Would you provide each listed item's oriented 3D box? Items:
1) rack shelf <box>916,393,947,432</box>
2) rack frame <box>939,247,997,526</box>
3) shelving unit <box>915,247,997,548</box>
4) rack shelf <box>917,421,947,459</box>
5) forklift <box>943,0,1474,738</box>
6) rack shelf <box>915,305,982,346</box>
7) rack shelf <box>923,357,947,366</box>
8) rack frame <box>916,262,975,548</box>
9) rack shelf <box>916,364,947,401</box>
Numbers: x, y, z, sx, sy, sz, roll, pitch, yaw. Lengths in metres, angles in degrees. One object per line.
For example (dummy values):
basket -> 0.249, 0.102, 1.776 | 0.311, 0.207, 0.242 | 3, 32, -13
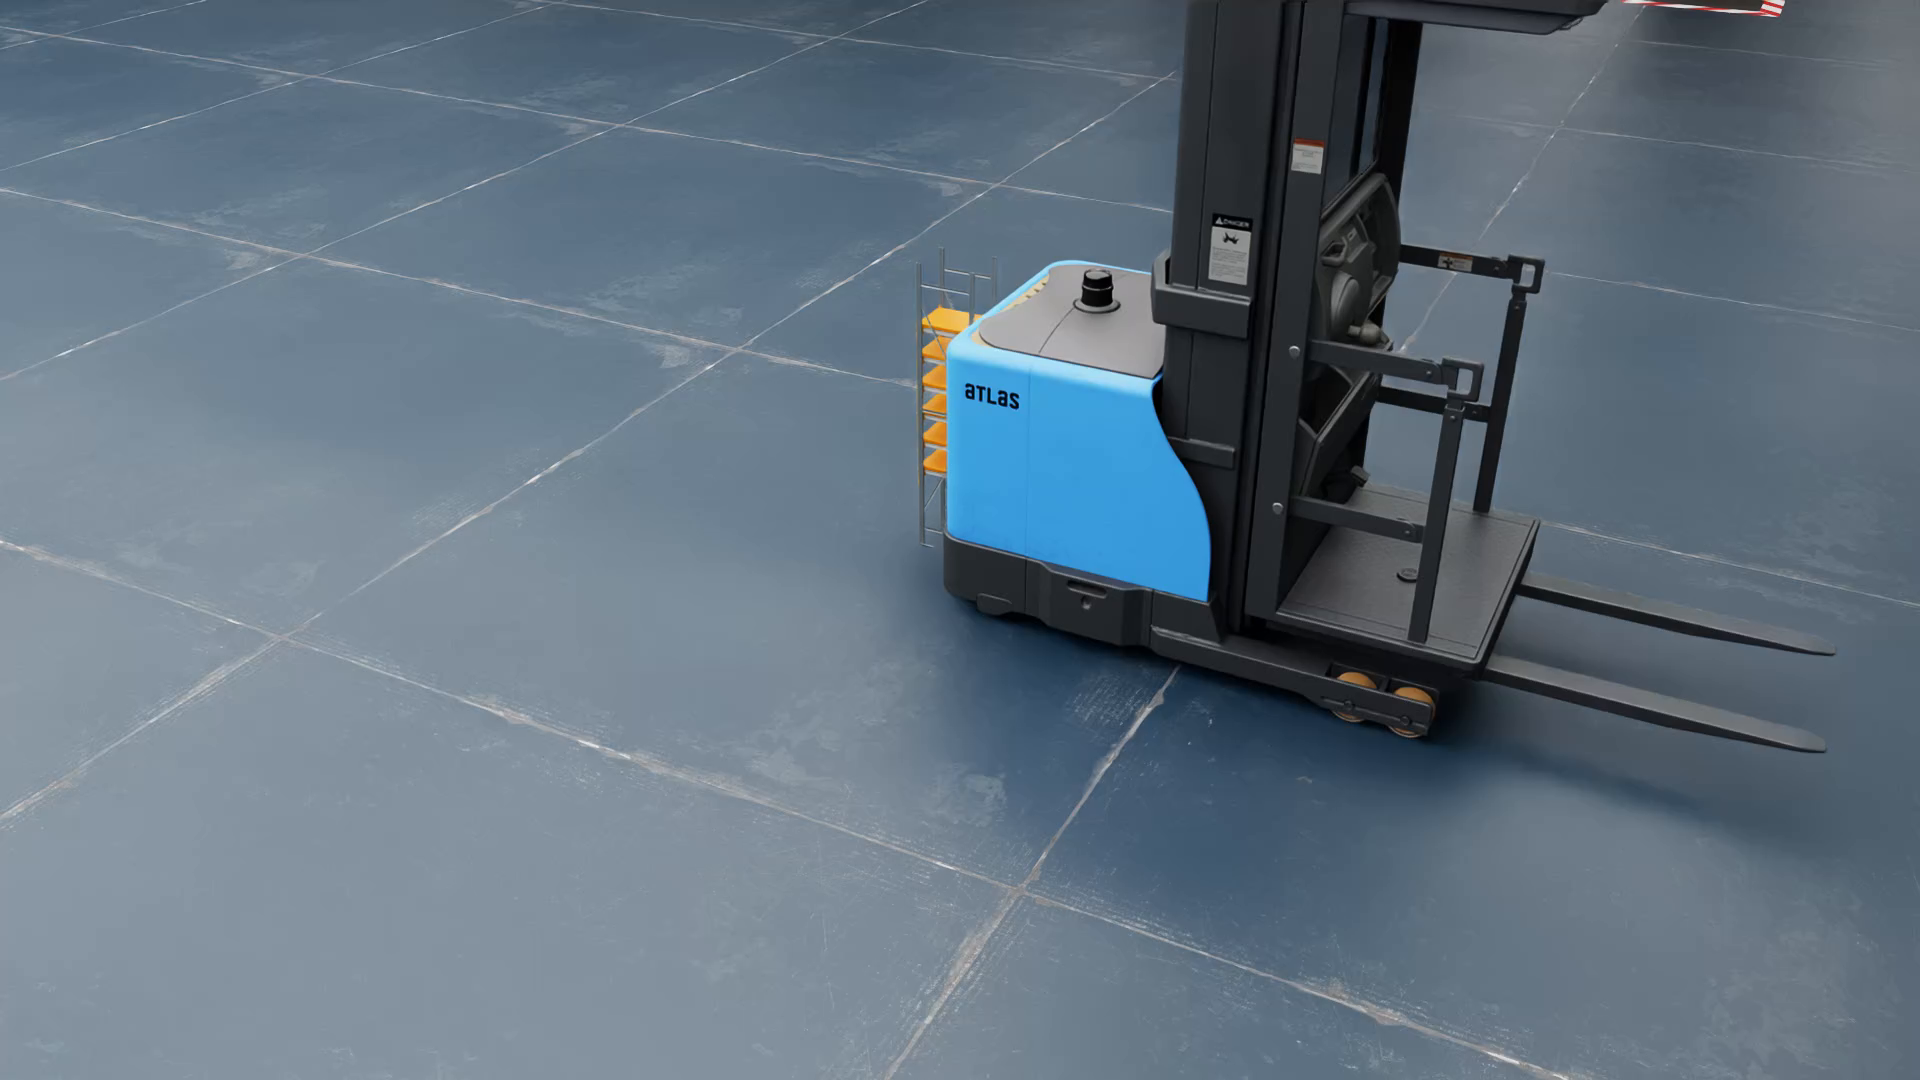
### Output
rack shelf -> -0.013, -0.477, 6.465 | 0.258, 0.103, 0.180 | 14, 33, 23
rack frame -> 0.028, -0.556, 6.514 | 0.240, 1.200, 0.006 | 14, 33, 23
shelving unit -> -0.013, -0.516, 6.443 | 0.258, 1.200, 0.189 | 14, 33, 23
rack shelf -> -0.013, -0.373, 6.525 | 0.258, 0.103, 0.180 | 14, 33, 23
forklift -> 1.488, -0.910, 5.391 | 3.031, 2.935, 1.130 | 14, 33, 23
rack shelf -> -0.013, -0.789, 6.286 | 0.258, 0.103, 0.180 | 14, 33, 23
rack shelf -> -0.013, -0.702, 6.336 | 0.199, 0.020, 0.166 | 14, 33, 23
rack frame -> -0.055, -0.475, 6.372 | 0.240, 1.200, 0.006 | 14, 33, 23
rack shelf -> -0.013, -0.581, 6.405 | 0.258, 0.103, 0.180 | 14, 33, 23
